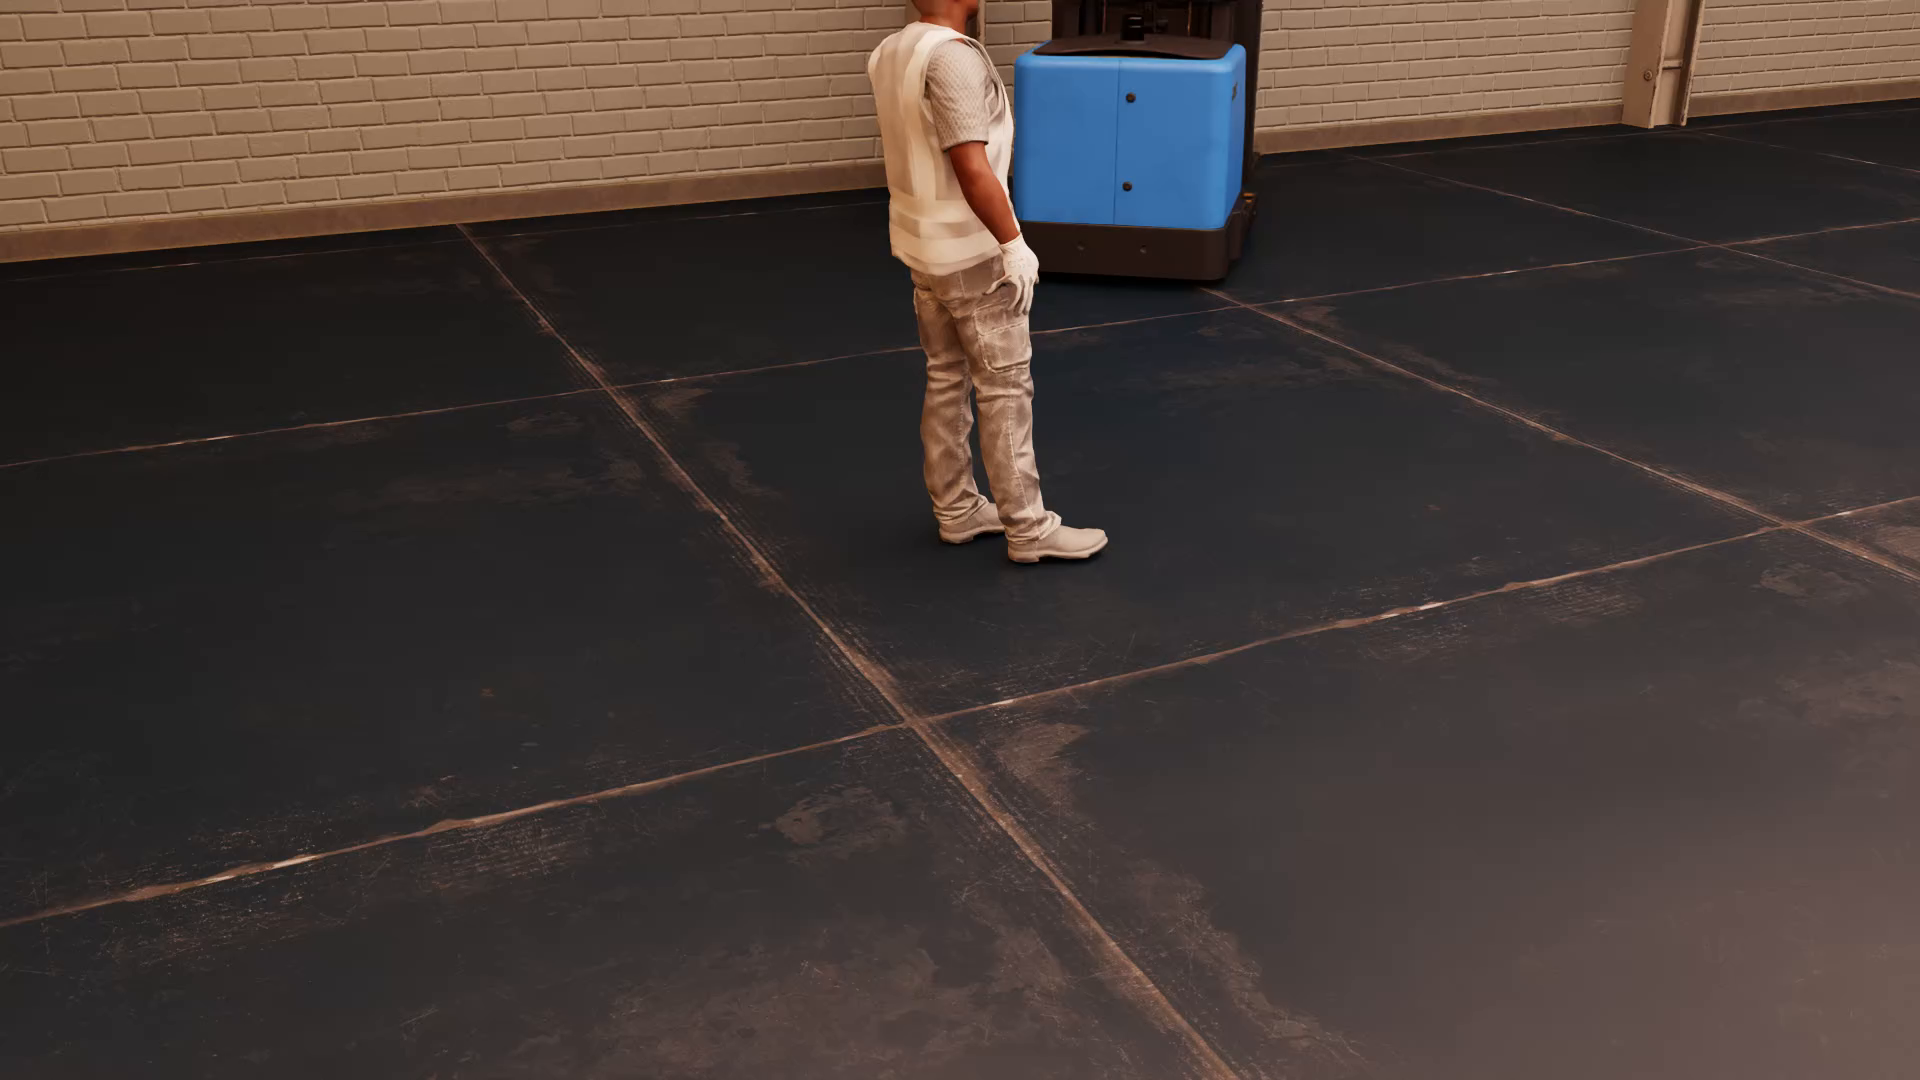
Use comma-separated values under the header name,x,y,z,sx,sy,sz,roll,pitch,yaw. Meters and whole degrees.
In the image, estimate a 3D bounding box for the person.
name,x,y,z,sx,sy,sz,roll,pitch,yaw
person,0.069,-0.839,4.784,0.575,1.784,0.656,-10,25,-23

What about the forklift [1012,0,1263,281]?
name,x,y,z,sx,sy,sz,roll,pitch,yaw
forklift,1.082,-3.119,8.793,1.130,2.935,3.031,5,23,12
